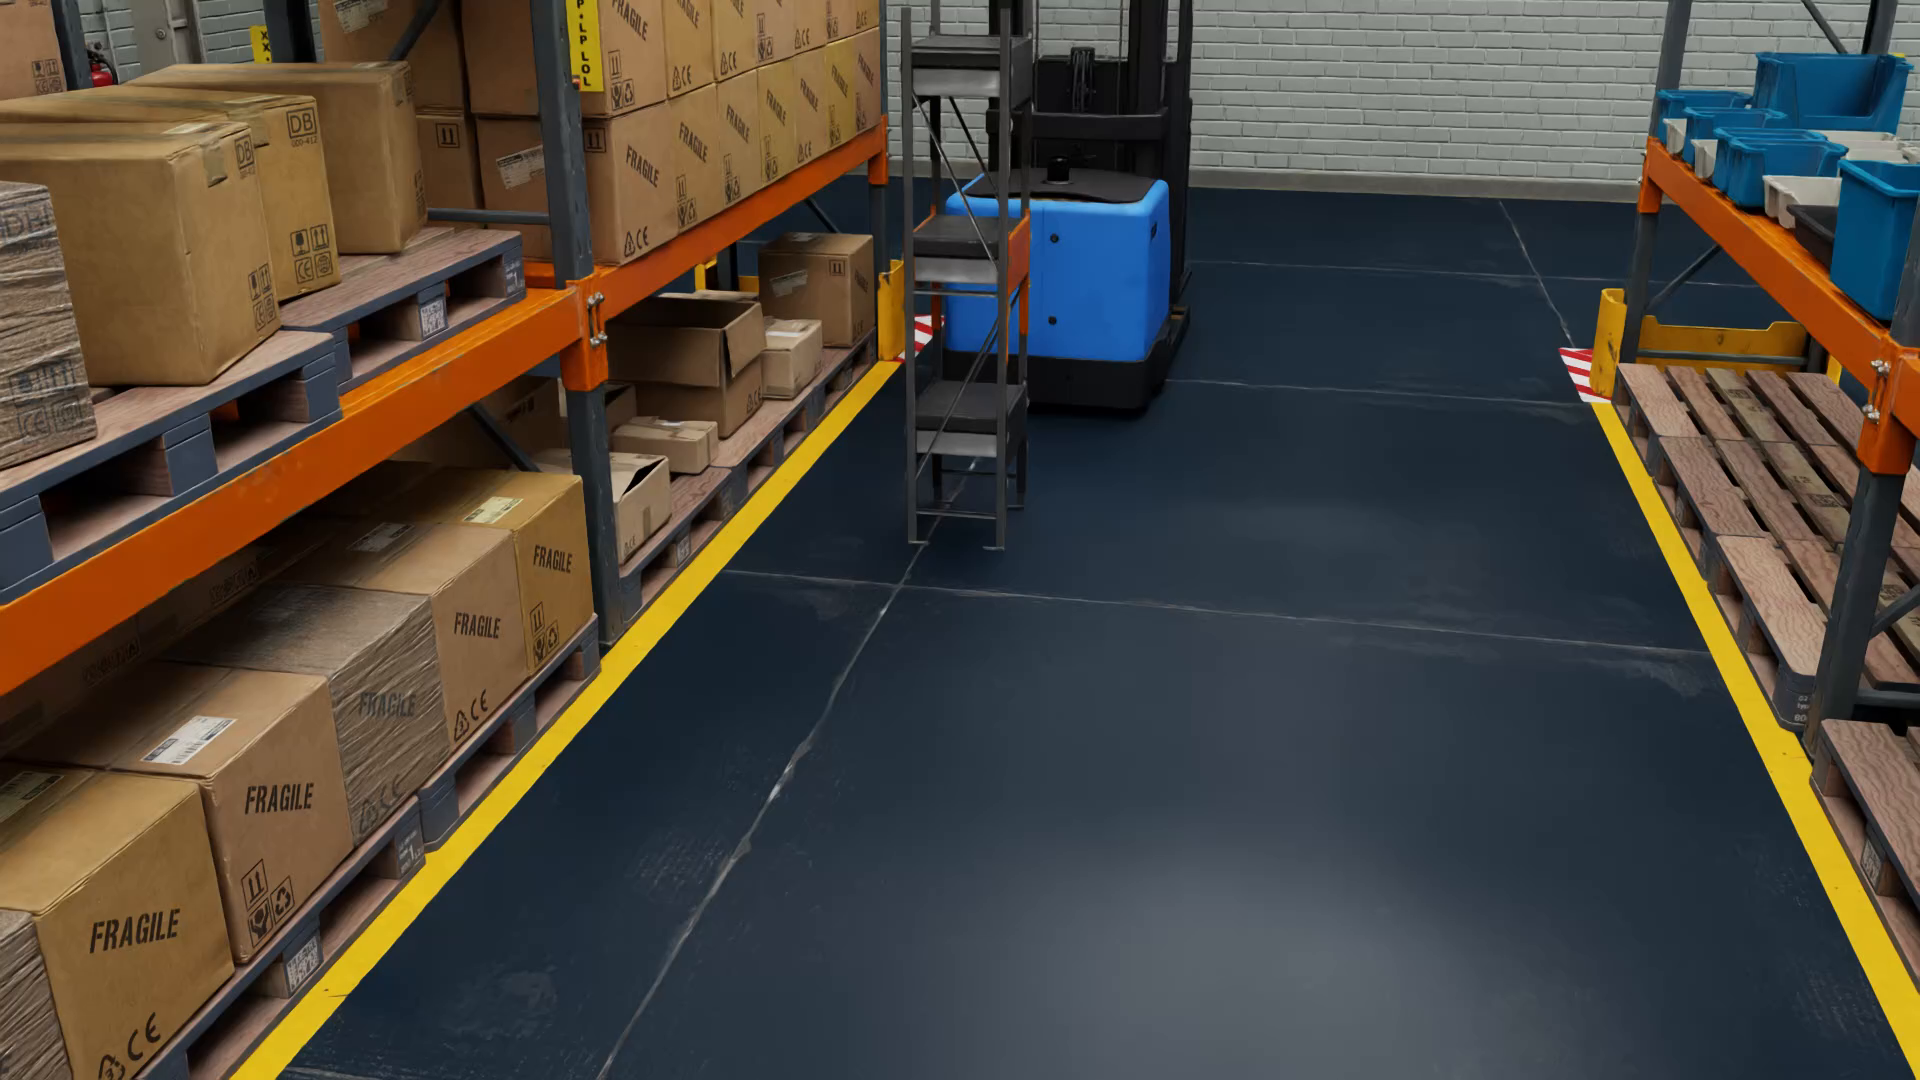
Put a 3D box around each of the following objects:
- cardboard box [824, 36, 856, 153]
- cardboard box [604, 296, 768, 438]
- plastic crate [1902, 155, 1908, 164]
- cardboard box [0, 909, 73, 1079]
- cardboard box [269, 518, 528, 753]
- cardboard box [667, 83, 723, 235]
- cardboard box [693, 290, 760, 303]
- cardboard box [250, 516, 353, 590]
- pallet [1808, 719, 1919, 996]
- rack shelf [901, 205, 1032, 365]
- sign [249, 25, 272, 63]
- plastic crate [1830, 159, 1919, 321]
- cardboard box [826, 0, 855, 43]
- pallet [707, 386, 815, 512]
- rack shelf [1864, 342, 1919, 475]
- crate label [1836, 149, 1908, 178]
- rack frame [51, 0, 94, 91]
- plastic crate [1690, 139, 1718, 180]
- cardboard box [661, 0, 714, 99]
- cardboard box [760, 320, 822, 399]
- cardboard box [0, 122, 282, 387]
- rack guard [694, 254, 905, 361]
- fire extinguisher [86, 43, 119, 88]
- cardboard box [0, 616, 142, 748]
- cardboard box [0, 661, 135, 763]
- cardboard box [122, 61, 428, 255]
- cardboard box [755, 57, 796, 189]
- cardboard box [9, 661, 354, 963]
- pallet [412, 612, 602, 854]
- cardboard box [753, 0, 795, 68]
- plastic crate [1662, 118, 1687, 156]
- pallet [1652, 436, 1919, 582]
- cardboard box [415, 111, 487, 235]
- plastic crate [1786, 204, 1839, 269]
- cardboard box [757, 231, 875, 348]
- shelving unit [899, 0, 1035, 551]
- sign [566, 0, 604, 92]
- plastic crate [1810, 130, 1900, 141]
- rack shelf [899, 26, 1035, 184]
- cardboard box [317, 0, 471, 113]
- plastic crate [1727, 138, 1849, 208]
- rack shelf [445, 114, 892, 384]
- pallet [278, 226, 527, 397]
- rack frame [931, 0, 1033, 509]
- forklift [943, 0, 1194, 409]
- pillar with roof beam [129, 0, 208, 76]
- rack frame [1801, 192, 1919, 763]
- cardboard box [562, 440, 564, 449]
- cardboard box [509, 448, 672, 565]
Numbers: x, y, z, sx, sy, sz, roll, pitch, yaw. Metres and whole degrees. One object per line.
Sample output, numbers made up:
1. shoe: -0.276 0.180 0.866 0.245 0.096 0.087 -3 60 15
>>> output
1. cardboard box: -0.824 -2.202 8.171 0.500 0.500 0.500 5 22 11
2. cardboard box: -1.334 -0.801 7.579 0.797 0.503 0.637 4 22 11
3. plastic crate: 3.784 -1.330 6.286 0.416 0.233 0.300 4 22 11
4. cardboard box: -2.055 1.015 3.076 0.500 0.500 0.500 4 22 9
5. cardboard box: -1.642 0.271 4.923 0.500 0.500 0.500 5 22 11
6. cardboard box: -1.241 -1.466 6.346 0.500 0.500 0.500 5 22 12
7. cardboard box: -1.318 -1.285 9.255 0.380 0.149 0.250 4 22 11
8. cardboard box: -2.148 0.243 4.993 0.500 0.500 0.500 5 22 12
9. pallet: 2.937 0.884 4.375 1.003 0.211 1.213 4 22 11
10. rack shelf: 0.034 -1.022 6.617 0.431 0.518 0.480 4 22 11
11. sign: -2.246 -1.507 5.422 0.100 0.325 0.005 4 22 11
12. plastic crate: 2.897 -0.905 5.027 0.392 0.384 0.575 4 22 11
13. cardboard box: -0.820 -2.671 7.999 0.500 0.500 0.500 5 22 12
14. pallet: -1.325 -0.472 7.743 1.003 0.211 1.213 4 22 11
15. rack shelf: 2.728 0.377 2.865 1.077 0.370 4.000 4 22 11
16. crate label: 3.856 -1.536 6.924 0.396 0.136 0.243 4 22 11
17. rack frame: -5.747 -2.906 10.054 1.000 3.000 0.127 4 22 11
18. plastic crate: 3.294 -1.632 7.164 0.250 0.136 0.298 4 22 11
19. cardboard box: -1.236 -1.917 6.125 0.500 0.500 0.500 4 22 9
20. cardboard box: -0.990 -0.896 8.154 0.500 0.250 0.500 4 22 11
21. cardboard box: -2.013 -0.657 3.775 0.700 0.500 0.500 -1 22 -3
22. rack guard: -0.912 -1.343 9.518 1.175 0.500 0.348 4 22 11
23. fire extinguisher: -5.264 -2.717 10.188 0.296 0.674 0.183 4 22 11
24. cardboard box: -2.356 0.248 3.976 0.500 0.250 0.500 4 22 10
25. cardboard box: -2.361 0.610 4.081 0.500 0.500 0.500 4 22 9
26. cardboard box: -2.028 -1.152 5.003 0.700 0.500 0.500 -3 22 -7
27. cardboard box: -1.034 -1.835 7.262 0.500 0.500 0.500 4 22 10
28. cardboard box: -1.846 0.640 4.005 0.500 0.500 0.500 4 22 9
29. pallet: -1.842 0.527 5.263 1.003 0.211 1.213 4 22 11
30. cardboard box: -1.026 -2.294 7.061 0.500 0.500 0.500 5 23 13
31. plastic crate: 3.433 -1.880 7.780 0.250 0.136 0.298 4 22 11
32. pallet: 3.494 -0.114 6.854 1.003 0.211 1.213 4 22 11
33. cardboard box: -1.862 -1.316 5.971 0.500 0.500 0.500 5 22 12
34. plastic crate: 3.101 -1.018 5.654 0.437 0.125 0.590 4 22 11
35. cardboard box: -0.766 -1.357 8.964 0.500 0.500 0.500 4 22 11
36. shelving unit: 0.034 -1.035 6.612 0.431 2.100 0.503 4 22 11
37. sign: -1.169 -1.563 5.170 0.100 0.325 0.005 4 22 11
38. plastic crate: 3.963 -1.744 7.442 0.396 0.136 0.243 4 22 11
39. rack shelf: 0.034 -1.671 6.355 0.431 0.518 0.480 4 22 11
40. cardboard box: -1.863 -1.782 5.790 0.500 0.500 0.500 5 22 11
41. plastic crate: 3.249 -1.445 6.569 0.416 0.233 0.300 4 22 11
42. rack shelf: -1.305 -1.465 7.438 1.077 0.370 4.000 4 22 11
43. pallet: -1.983 -0.694 4.819 1.003 0.211 1.213 4 22 11
44. rack frame: 0.084 -1.124 6.833 0.400 2.100 0.015 4 22 11
45. forklift: 0.753 -2.534 9.222 1.130 2.935 3.031 5 22 12
46. pillar with roof beam: -1.828 -6.414 10.734 9.100 9.000 0.400 4 22 11
47. rack frame: 3.136 -0.688 4.547 1.000 3.000 0.127 4 22 11
48. cardboard box: -1.856 -0.320 6.861 0.380 0.149 0.250 4 22 11
49. cardboard box: -1.415 -0.161 6.248 0.500 0.311 0.500 4 22 11
